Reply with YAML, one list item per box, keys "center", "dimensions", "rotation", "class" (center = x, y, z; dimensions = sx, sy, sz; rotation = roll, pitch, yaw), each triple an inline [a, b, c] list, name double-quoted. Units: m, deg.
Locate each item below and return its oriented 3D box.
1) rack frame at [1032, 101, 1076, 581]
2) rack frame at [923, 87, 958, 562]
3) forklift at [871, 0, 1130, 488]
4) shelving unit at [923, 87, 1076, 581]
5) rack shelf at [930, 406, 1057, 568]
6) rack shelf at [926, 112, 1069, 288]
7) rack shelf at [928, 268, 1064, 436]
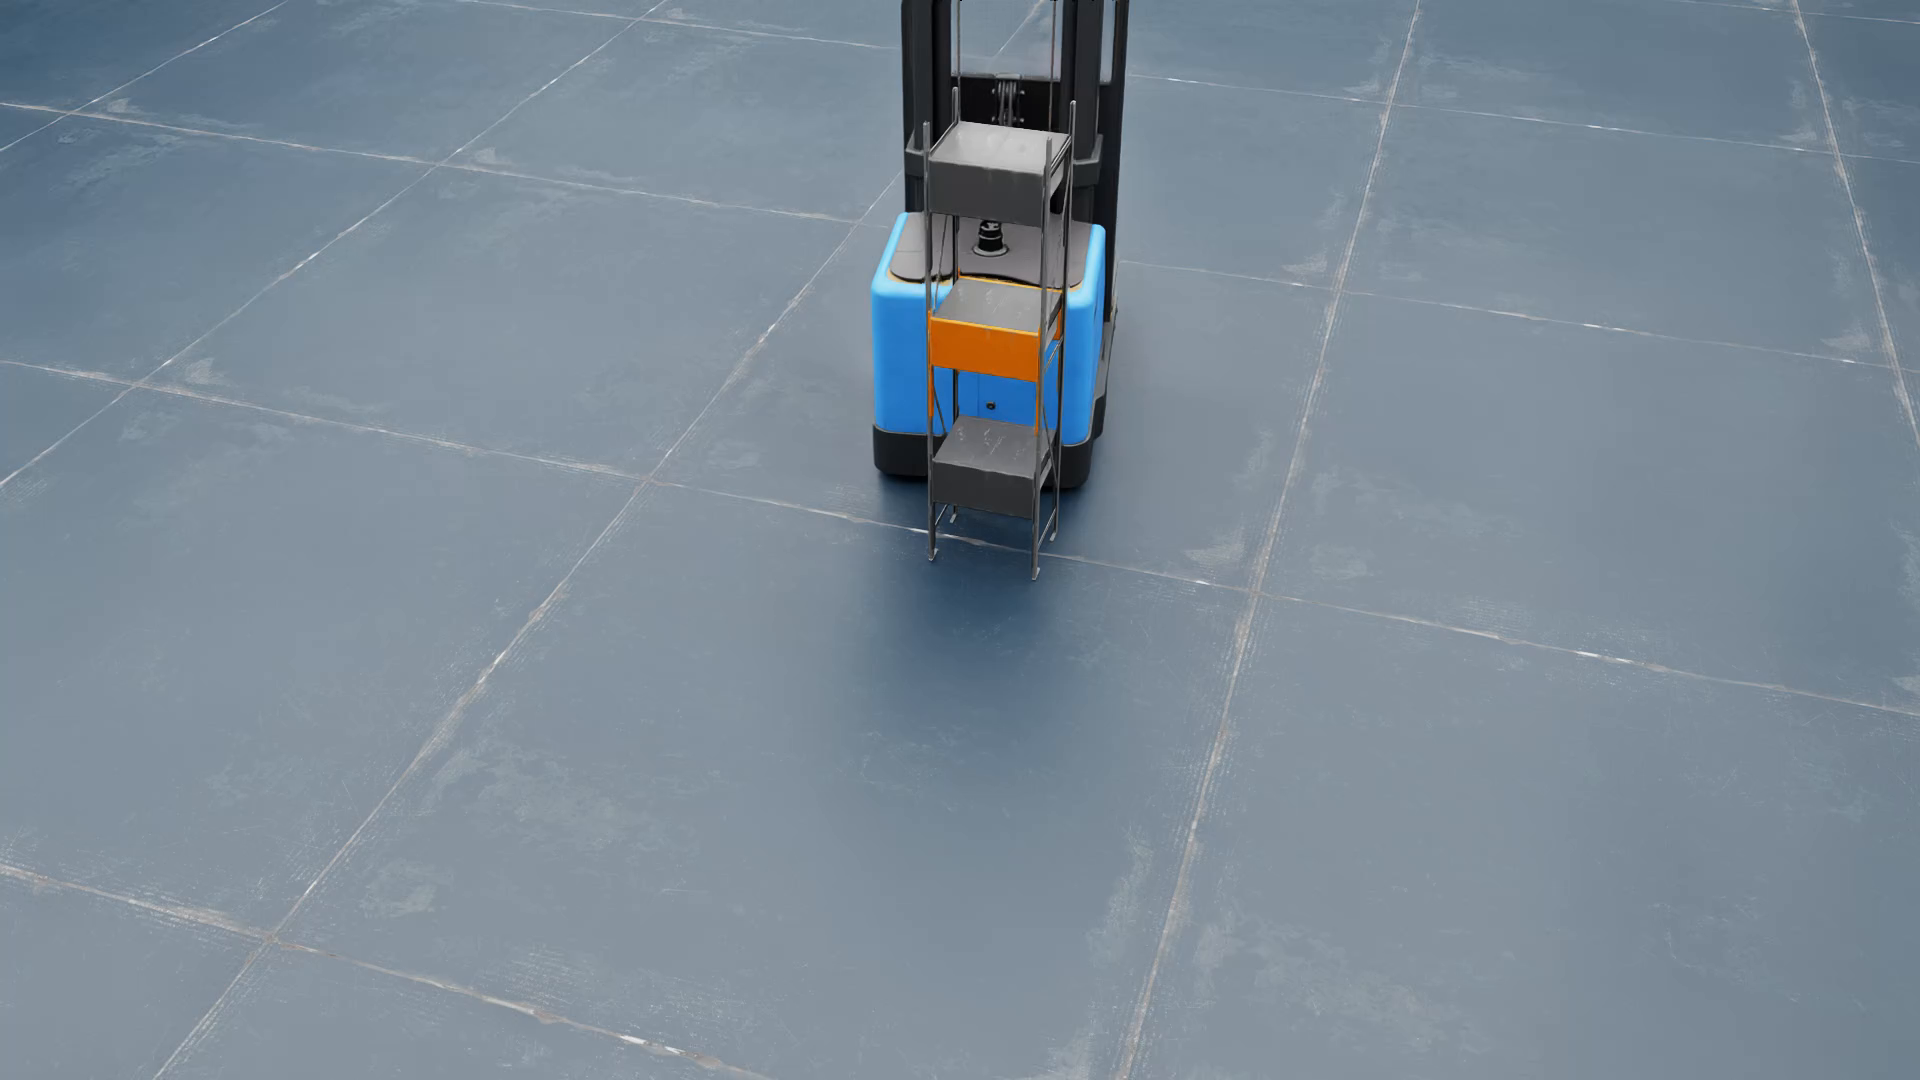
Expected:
- center: [0.391, -0.773, 7.029]
  dimensions: [0.015, 2.100, 0.400]
  rotation: [10, 38, 14]
  class: "rack frame"
- center: [-0.075, -0.860, 7.146]
  dimensions: [0.015, 2.100, 0.400]
  rotation: [10, 38, 14]
  class: "rack frame"
- center: [0.296, -2.296, 8.397]
  dimensions: [1.130, 2.935, 3.031]
  rotation: [5, 37, 6]
  class: "forklift"
- center: [0.158, -0.816, 7.088]
  dimensions: [0.503, 2.100, 0.431]
  rotation: [10, 38, 14]
  class: "shelving unit"
- center: [0.158, -0.242, 7.511]
  dimensions: [0.480, 0.518, 0.431]
  rotation: [10, 38, 14]
  class: "rack shelf"
- center: [0.158, -1.369, 6.681]
  dimensions: [0.480, 0.518, 0.431]
  rotation: [10, 38, 14]
  class: "rack shelf"
- center: [0.158, -0.805, 7.096]
  dimensions: [0.480, 0.518, 0.431]
  rotation: [10, 38, 14]
  class: "rack shelf"
